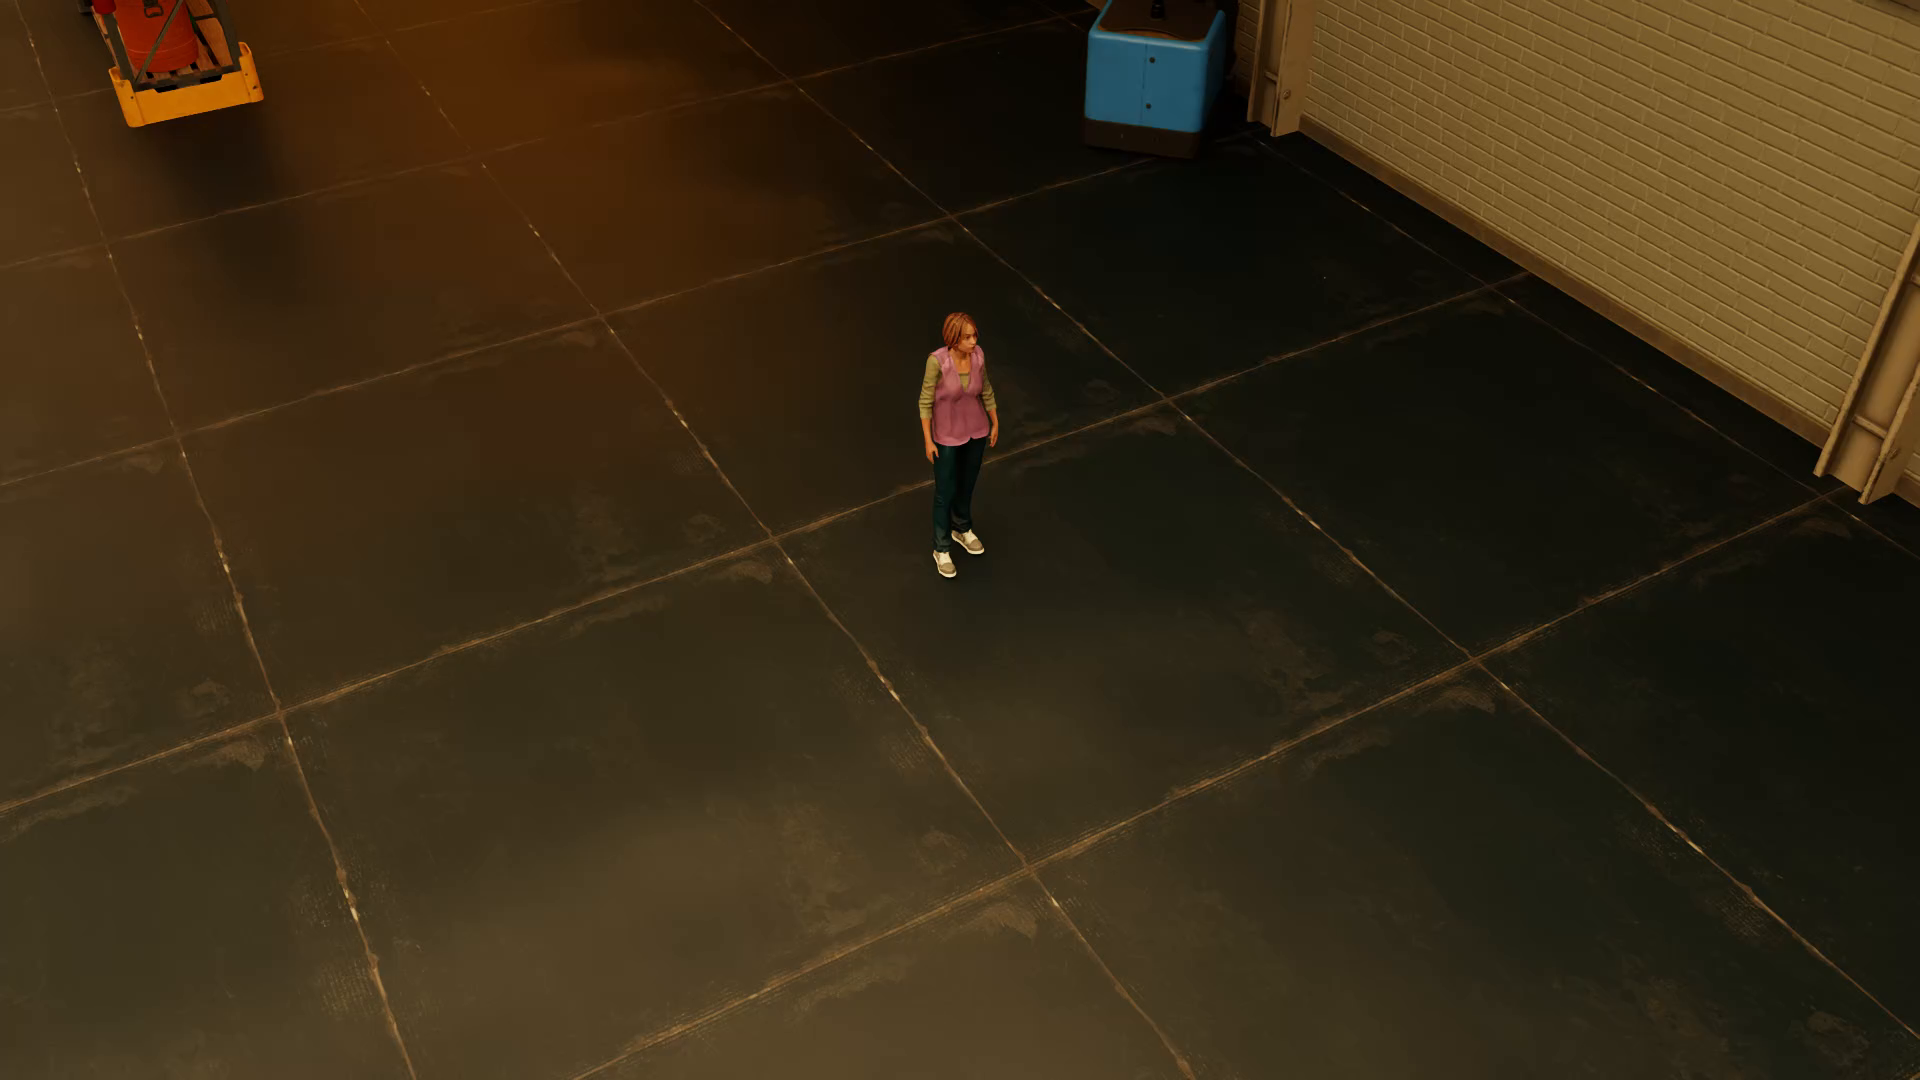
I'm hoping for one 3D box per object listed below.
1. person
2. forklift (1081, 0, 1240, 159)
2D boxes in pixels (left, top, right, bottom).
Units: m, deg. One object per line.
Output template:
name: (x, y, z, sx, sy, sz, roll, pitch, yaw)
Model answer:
person: (0.025, -0.575, 9.763, 0.520, 1.597, 0.476, -20, 44, -23)
forklift: (1.969, -5.308, 14.435, 1.130, 2.935, 3.031, 11, 41, 13)
